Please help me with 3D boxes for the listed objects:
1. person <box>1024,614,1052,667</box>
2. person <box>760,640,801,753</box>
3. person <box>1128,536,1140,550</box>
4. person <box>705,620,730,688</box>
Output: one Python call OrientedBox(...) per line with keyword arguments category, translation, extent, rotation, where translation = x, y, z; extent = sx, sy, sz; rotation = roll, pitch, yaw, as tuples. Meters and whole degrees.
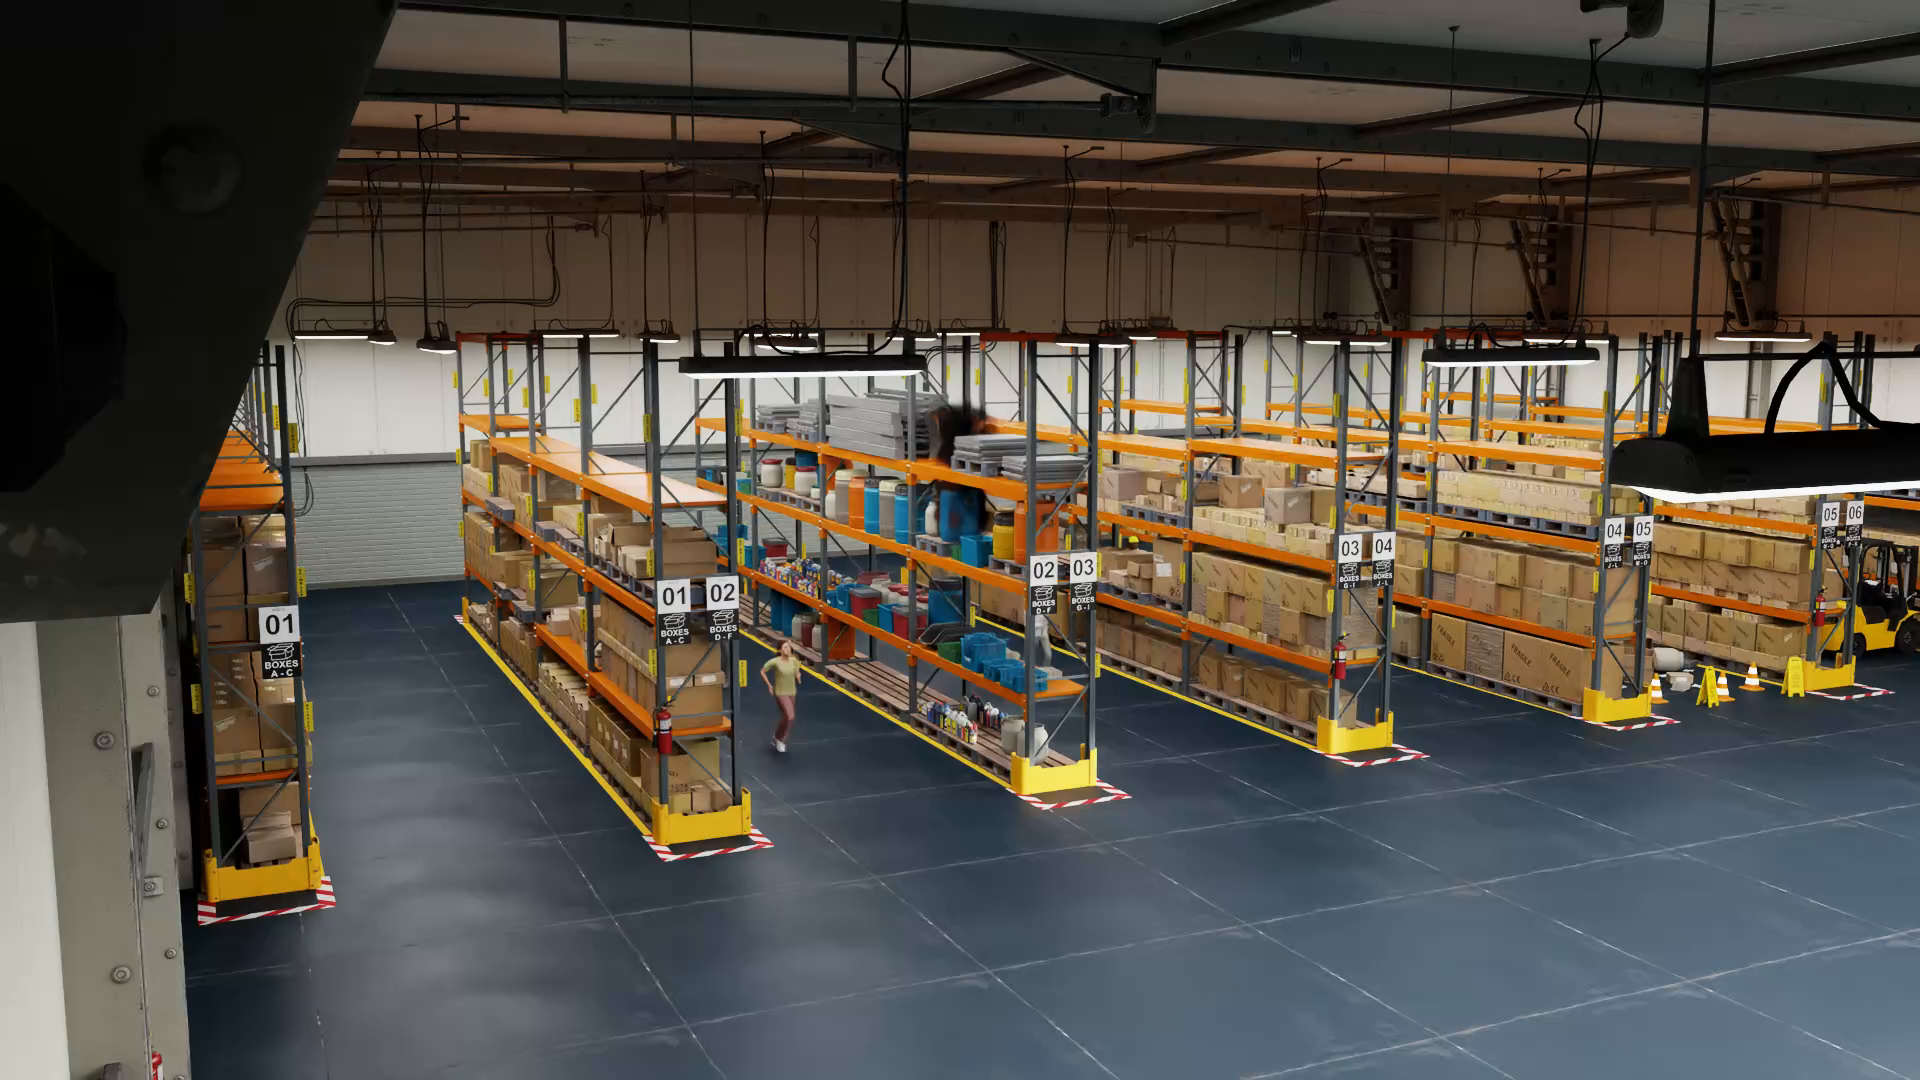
OrientedBox(category="person", translation=(1.325, 1.676, 28.377), extent=(0.587, 1.746, 0.830), rotation=(-4, 9, -28))
OrientedBox(category="person", translation=(-2.546, 2.255, 24.152), extent=(0.564, 1.646, 0.640), rotation=(-6, 10, -40))
OrientedBox(category="person", translation=(3.560, 0.818, 34.400), extent=(0.684, 1.823, 0.866), rotation=(-4, 9, -26))
OrientedBox(category="person", translation=(-4.196, 1.703, 28.748), extent=(0.568, 1.619, 0.959), rotation=(-6, 10, -38))
